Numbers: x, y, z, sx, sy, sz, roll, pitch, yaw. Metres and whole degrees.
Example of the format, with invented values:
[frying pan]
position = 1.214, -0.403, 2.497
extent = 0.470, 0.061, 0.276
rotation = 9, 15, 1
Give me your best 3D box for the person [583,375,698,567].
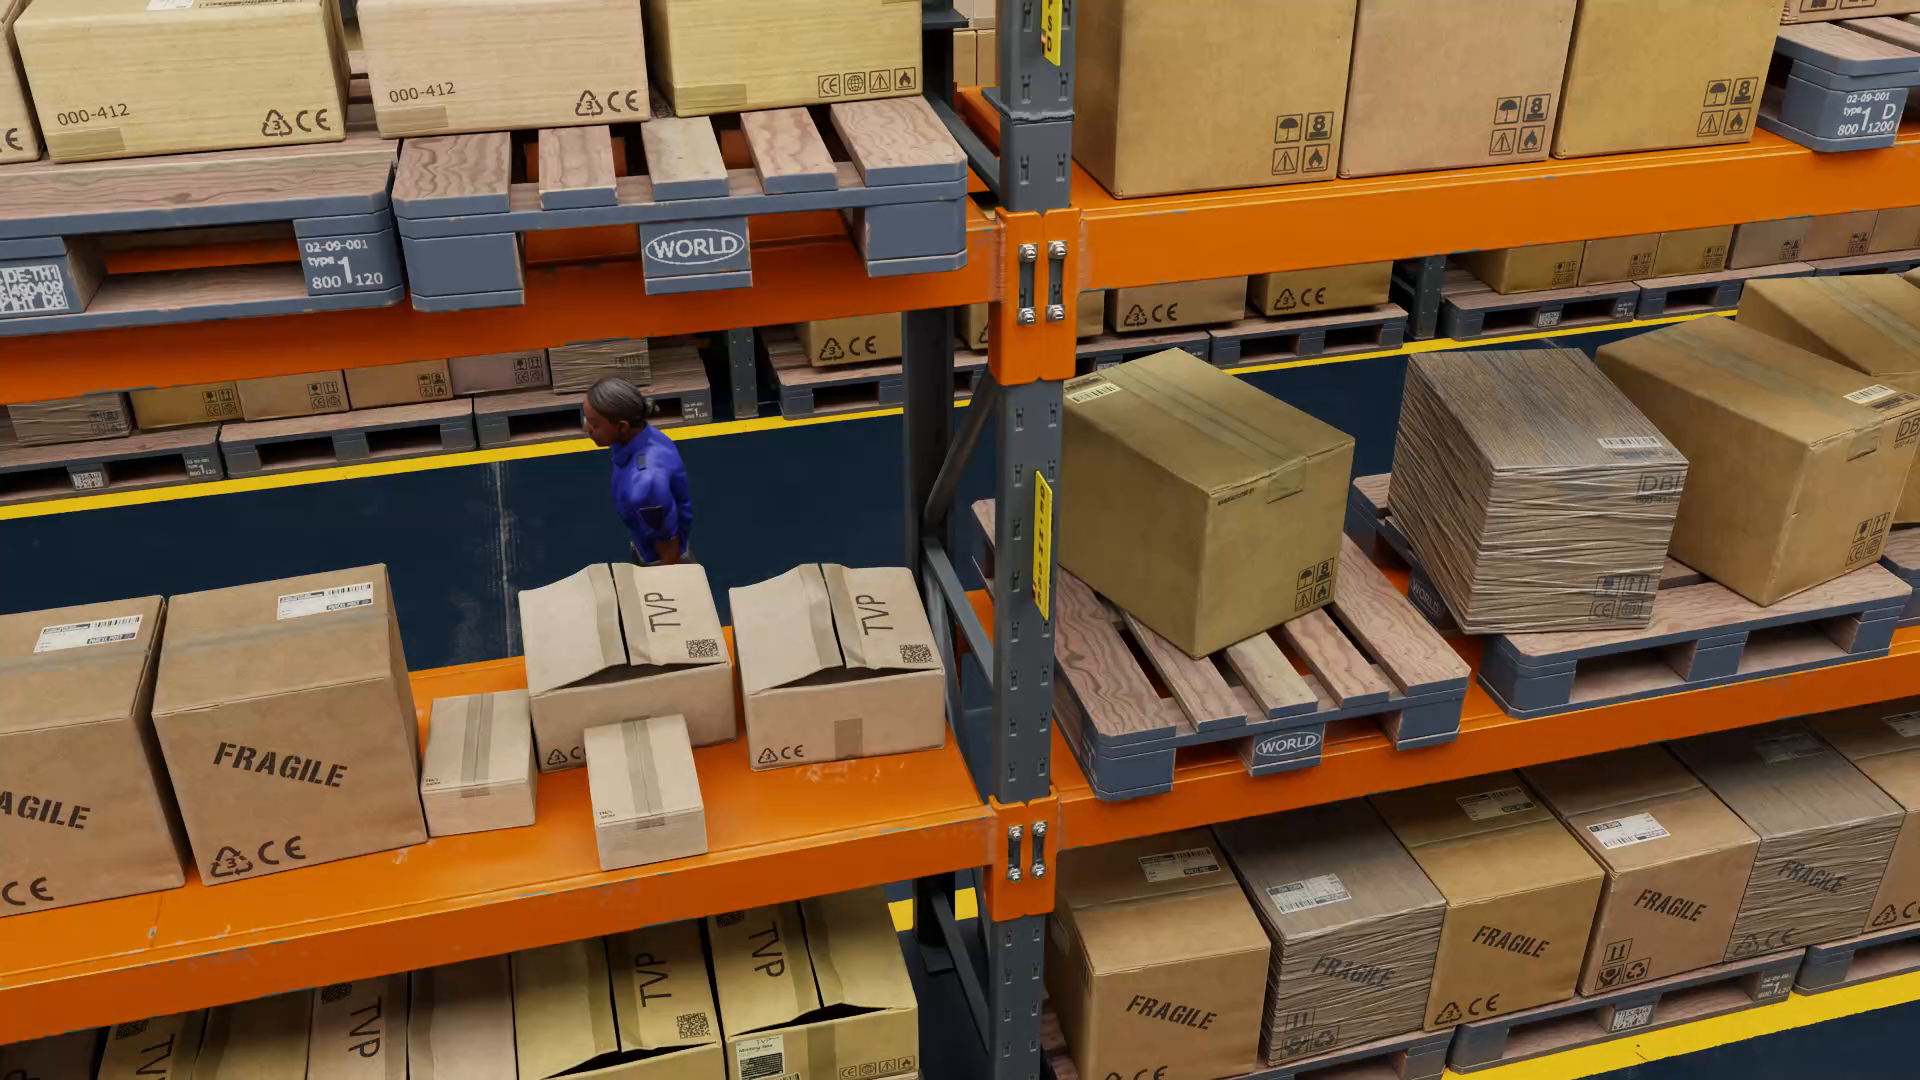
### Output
[person]
position = -1.084, 0.156, 5.870
extent = 0.350, 1.654, 0.506
rotation = -9, 32, -15
